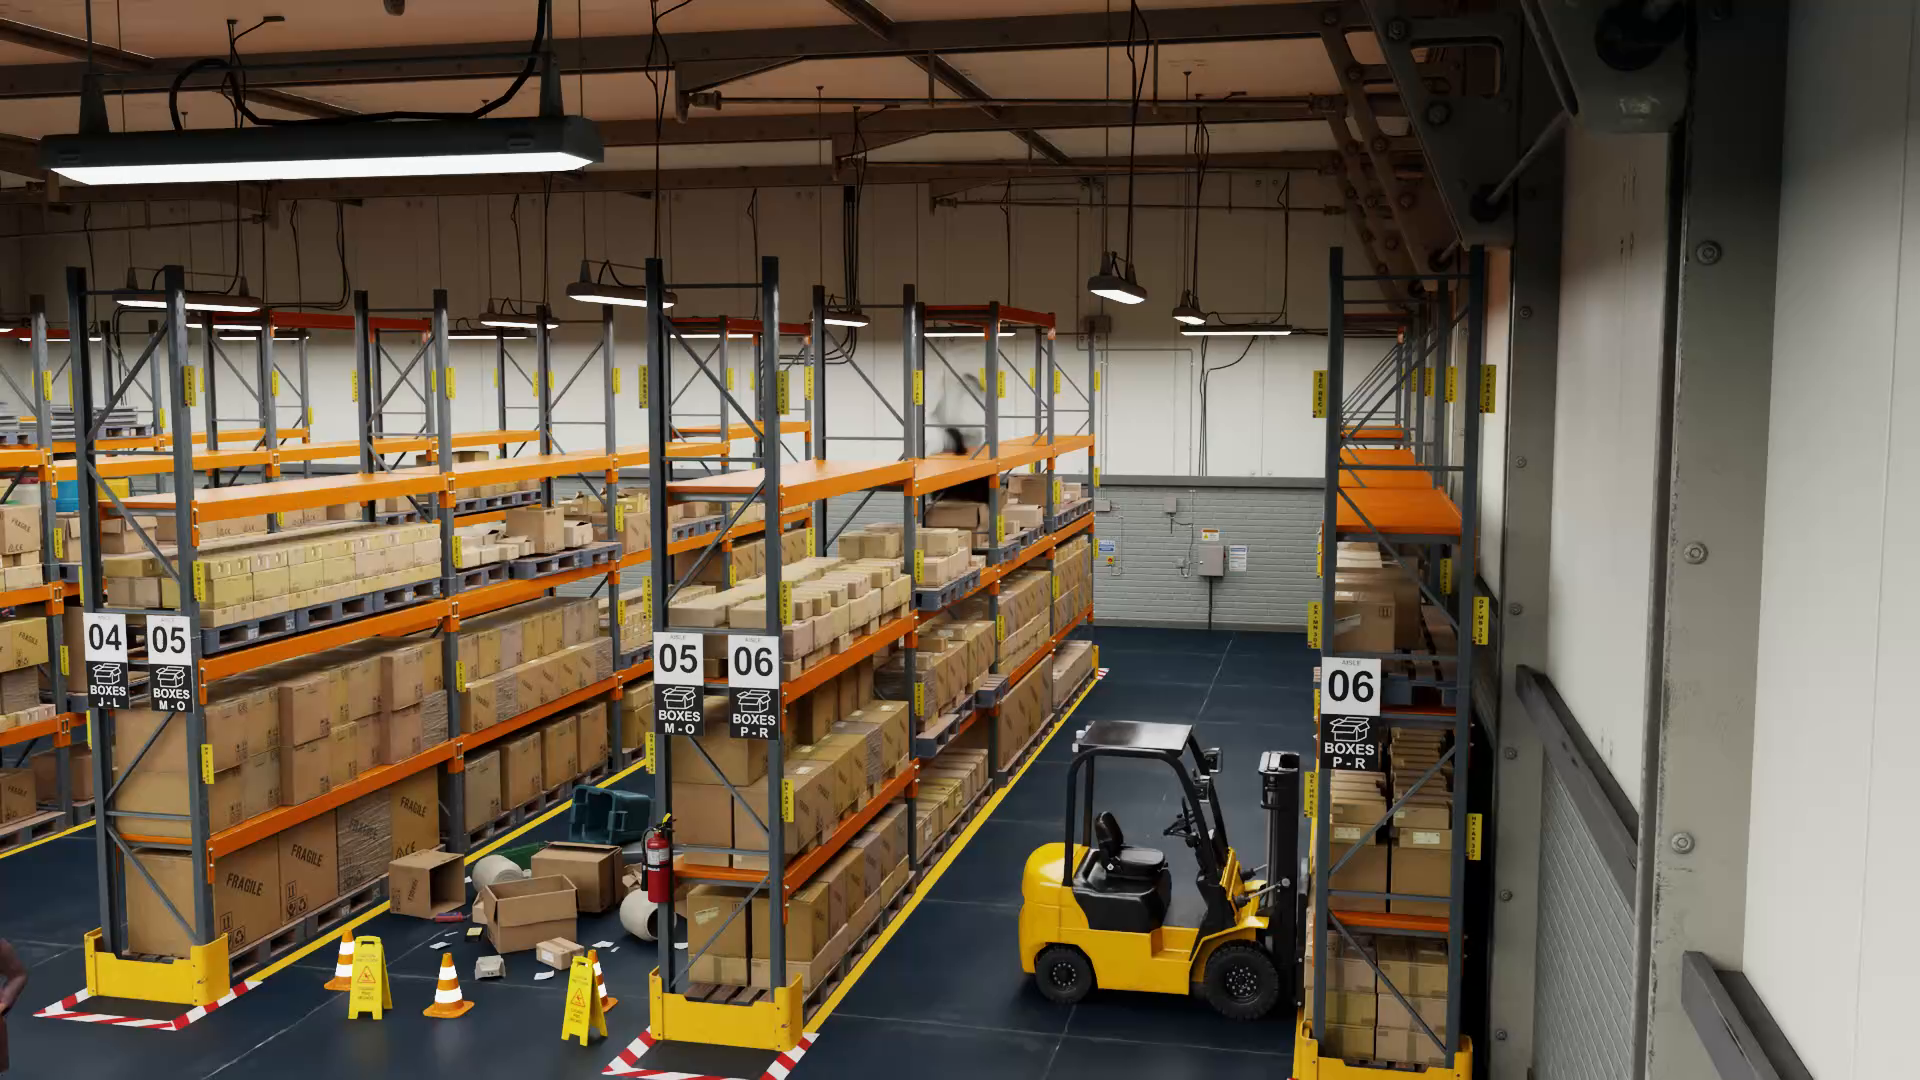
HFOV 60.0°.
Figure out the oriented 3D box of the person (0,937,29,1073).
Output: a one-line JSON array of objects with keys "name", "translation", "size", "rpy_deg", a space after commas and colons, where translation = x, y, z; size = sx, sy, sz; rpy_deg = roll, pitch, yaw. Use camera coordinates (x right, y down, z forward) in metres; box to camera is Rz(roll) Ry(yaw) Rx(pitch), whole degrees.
[{"name": "person", "translation": [-6.423, 3.214, 10.779], "size": [0.704, 1.773, 0.844], "rpy_deg": [-3, 6, -24]}]
